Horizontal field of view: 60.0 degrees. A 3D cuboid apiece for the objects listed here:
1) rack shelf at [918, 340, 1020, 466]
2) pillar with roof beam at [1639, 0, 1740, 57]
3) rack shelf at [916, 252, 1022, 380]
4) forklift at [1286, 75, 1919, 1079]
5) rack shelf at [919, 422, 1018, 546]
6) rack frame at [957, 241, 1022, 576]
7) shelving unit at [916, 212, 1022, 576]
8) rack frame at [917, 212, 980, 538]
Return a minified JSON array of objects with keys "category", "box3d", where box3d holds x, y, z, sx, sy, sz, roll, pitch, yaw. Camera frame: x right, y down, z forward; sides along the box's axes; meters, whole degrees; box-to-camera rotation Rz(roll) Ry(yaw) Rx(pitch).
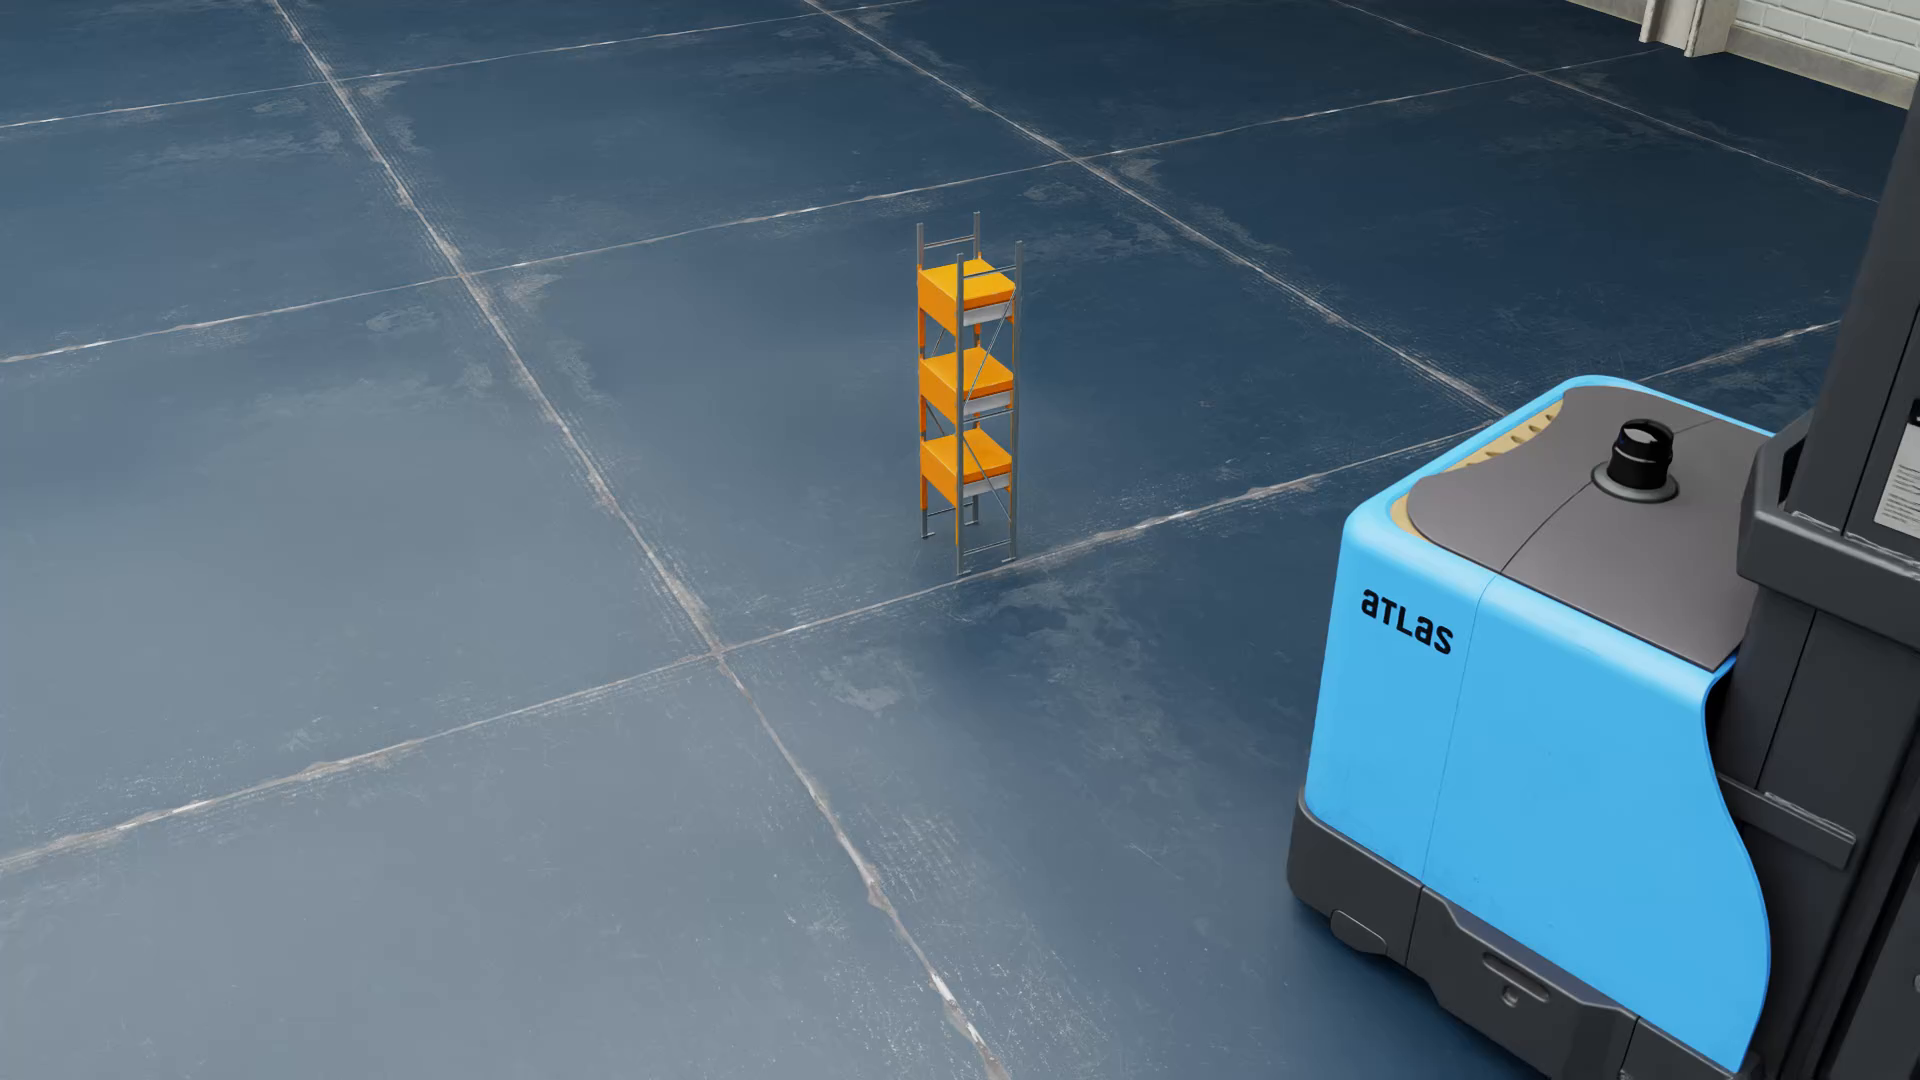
[{"category":"rack shelf","box3d":[0.025,-0.408,4.933,0.215,0.259,0.240,-16,36,-23]},{"category":"pillar with roof beam","box3d":[0.453,-5.624,5.686,9.100,9.000,0.400,-16,36,-23]},{"category":"rack shelf","box3d":[0.025,-0.647,4.780,0.215,0.259,0.240,-16,36,-23]},{"category":"forklift","box3d":[2.136,0.019,2.503,1.130,2.935,3.031,-27,41,-35]},{"category":"rack shelf","box3d":[0.025,-0.174,5.083,0.215,0.259,0.240,-16,36,-23]},{"category":"rack frame","box3d":[0.082,-0.358,4.836,0.200,1.050,0.008,-16,36,-23]},{"category":"shelving unit","box3d":[0.025,-0.417,4.927,0.215,1.050,0.252,-16,36,-23]},{"category":"rack frame","box3d":[-0.032,-0.475,5.018,0.200,1.050,0.008,-16,36,-23]}]
